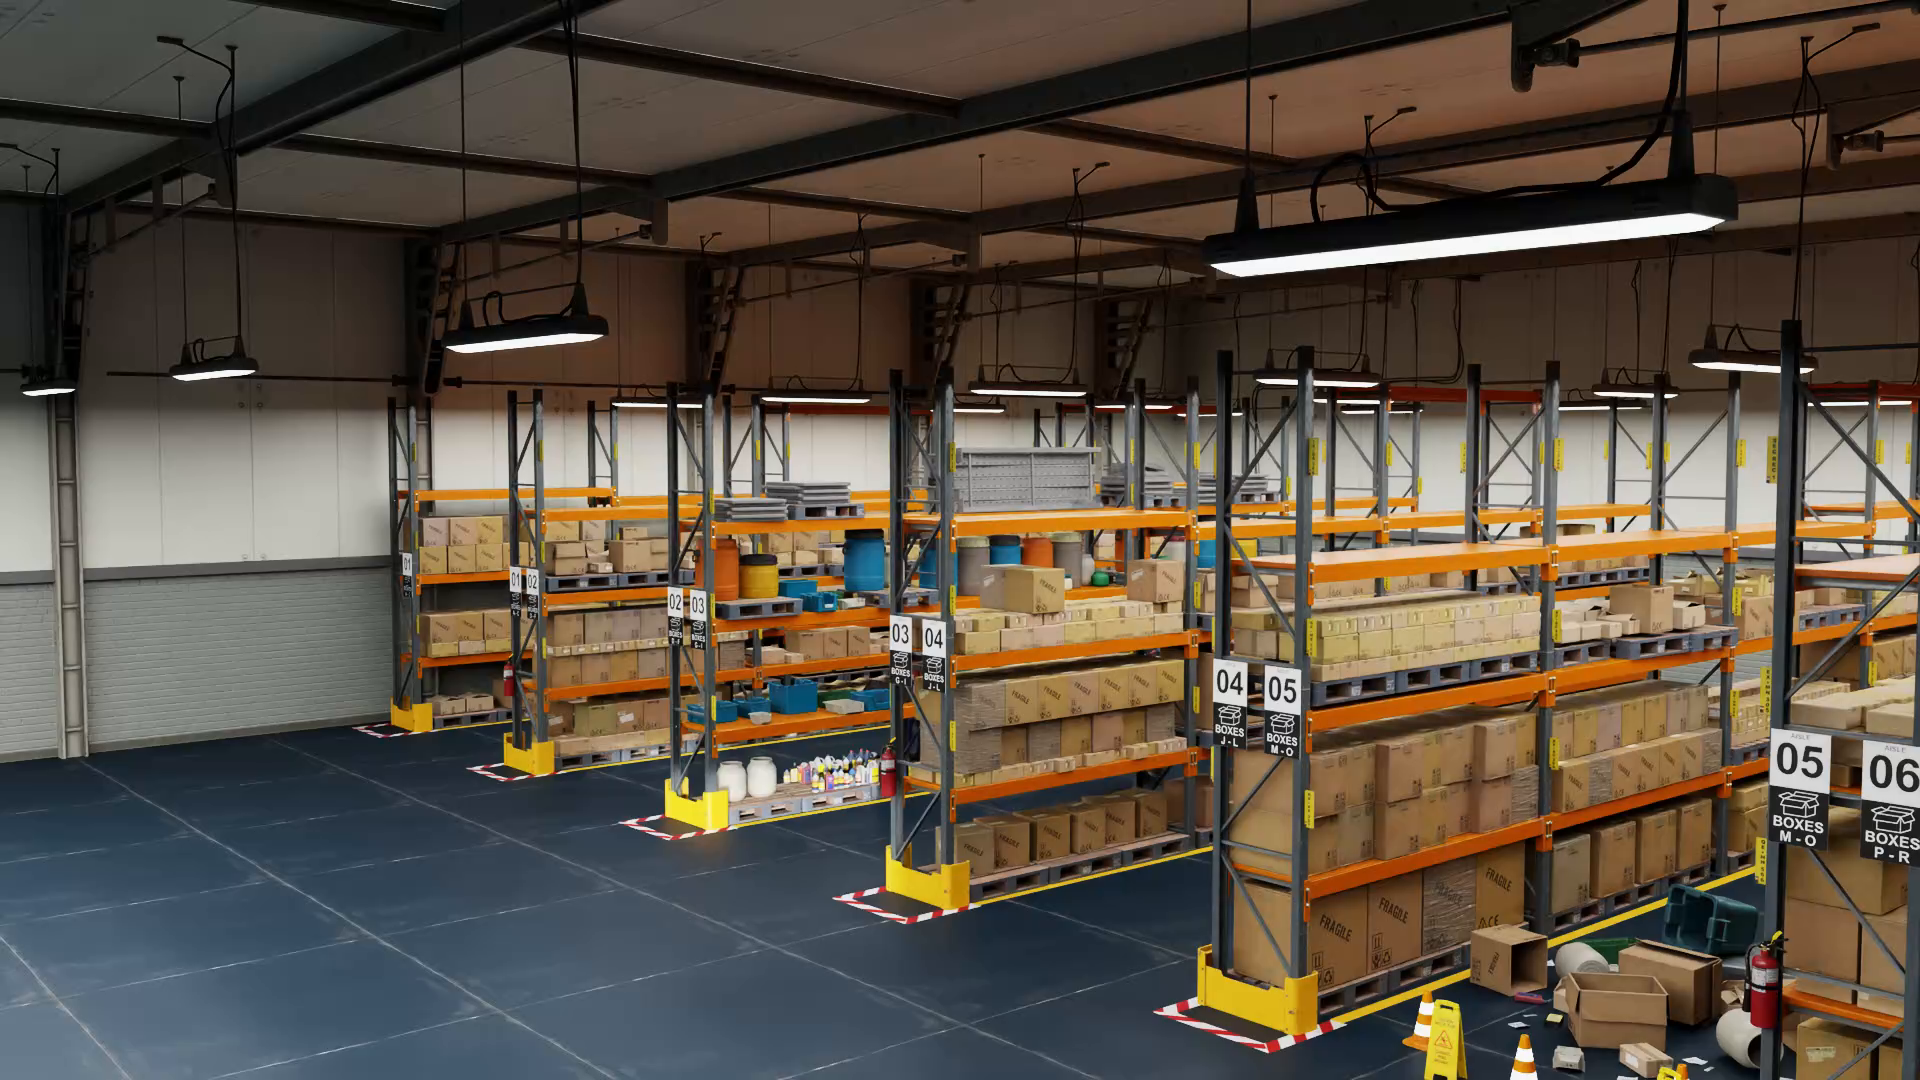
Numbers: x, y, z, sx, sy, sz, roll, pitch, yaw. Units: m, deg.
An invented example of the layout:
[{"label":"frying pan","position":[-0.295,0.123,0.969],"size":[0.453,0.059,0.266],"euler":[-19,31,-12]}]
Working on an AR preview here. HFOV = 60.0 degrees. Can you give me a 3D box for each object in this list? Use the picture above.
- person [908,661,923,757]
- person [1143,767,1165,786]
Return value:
[{"label":"person","position":[-0.780,2.756,27.277],"size":[0.417,1.663,0.601],"euler":[3,5,42]},{"label":"person","position":[2.932,2.820,25.168],"size":[0.520,1.831,0.621],"euler":[-1,3,-14]}]
